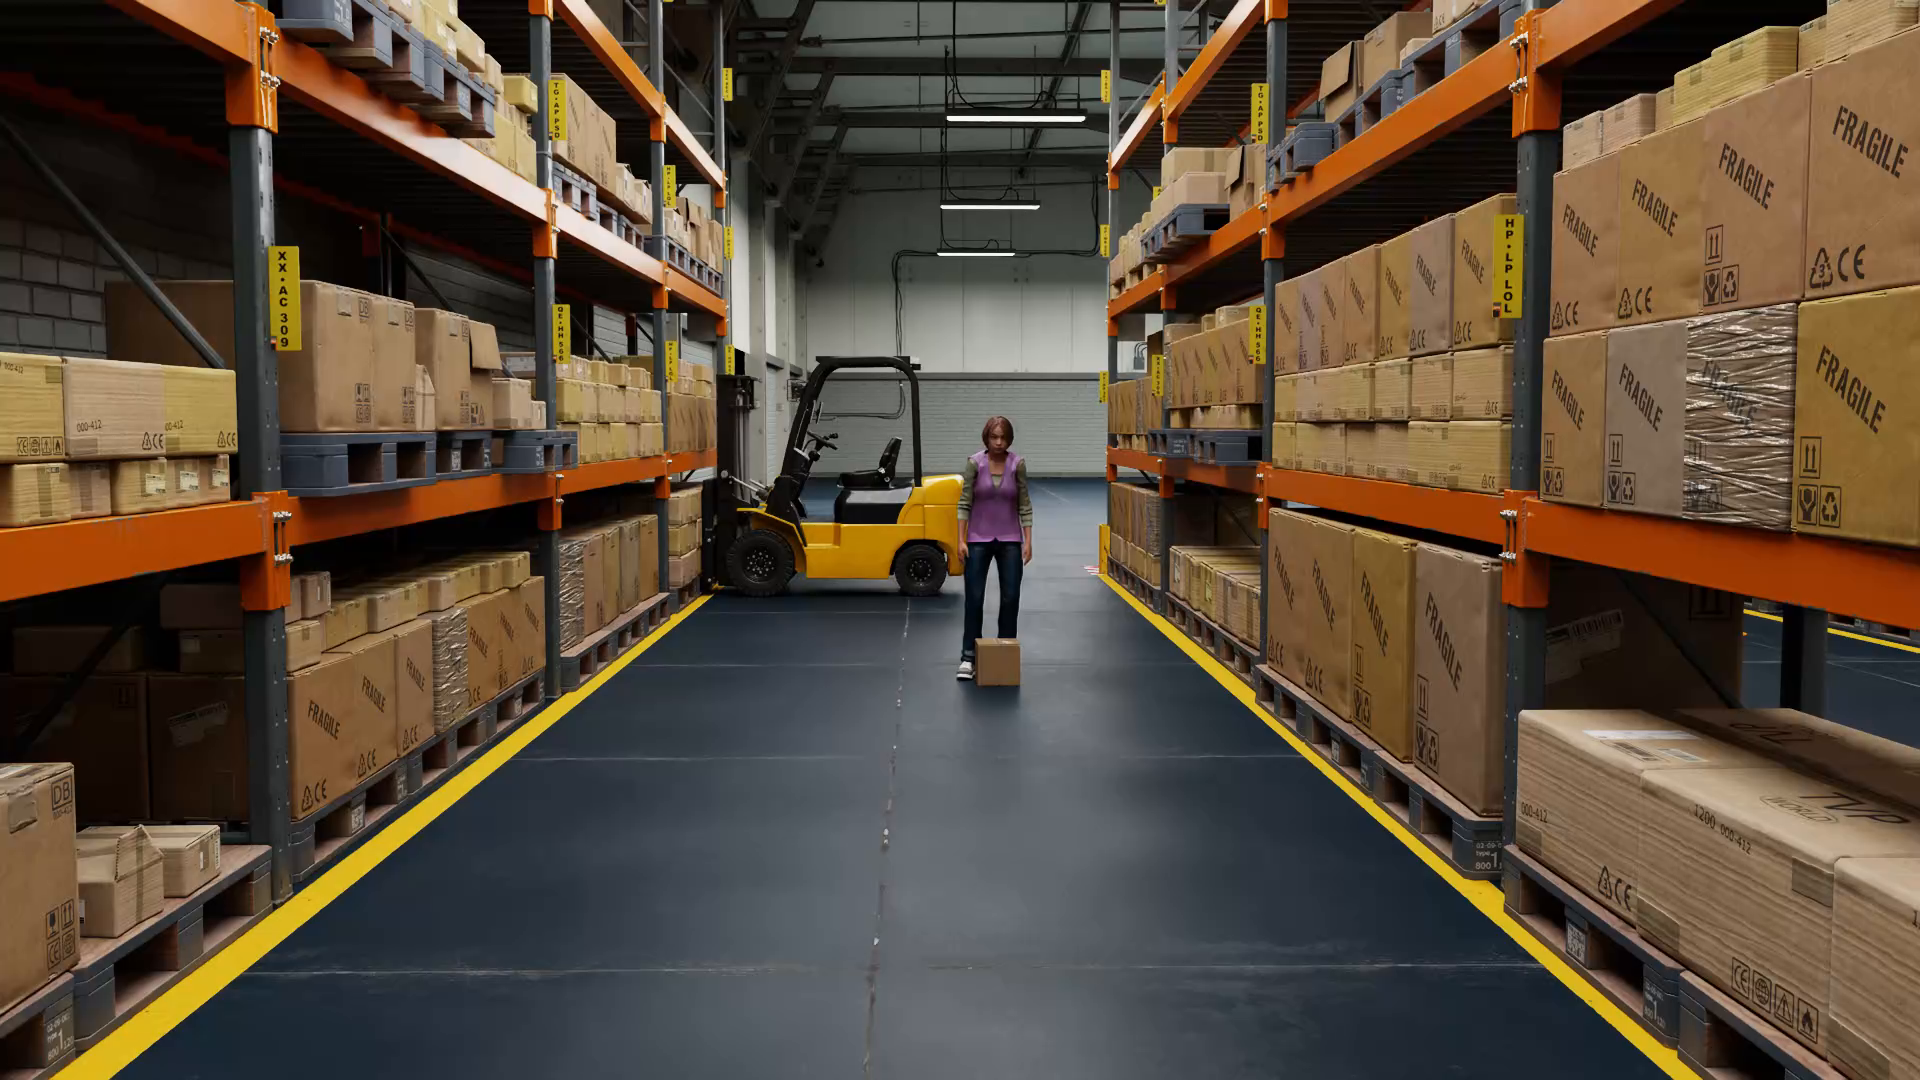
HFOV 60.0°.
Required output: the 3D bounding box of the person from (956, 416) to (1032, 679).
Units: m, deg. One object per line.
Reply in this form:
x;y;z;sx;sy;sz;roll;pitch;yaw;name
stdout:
0.209;0.043;10.112;0.467;1.592;0.366;0;4;-2;person
